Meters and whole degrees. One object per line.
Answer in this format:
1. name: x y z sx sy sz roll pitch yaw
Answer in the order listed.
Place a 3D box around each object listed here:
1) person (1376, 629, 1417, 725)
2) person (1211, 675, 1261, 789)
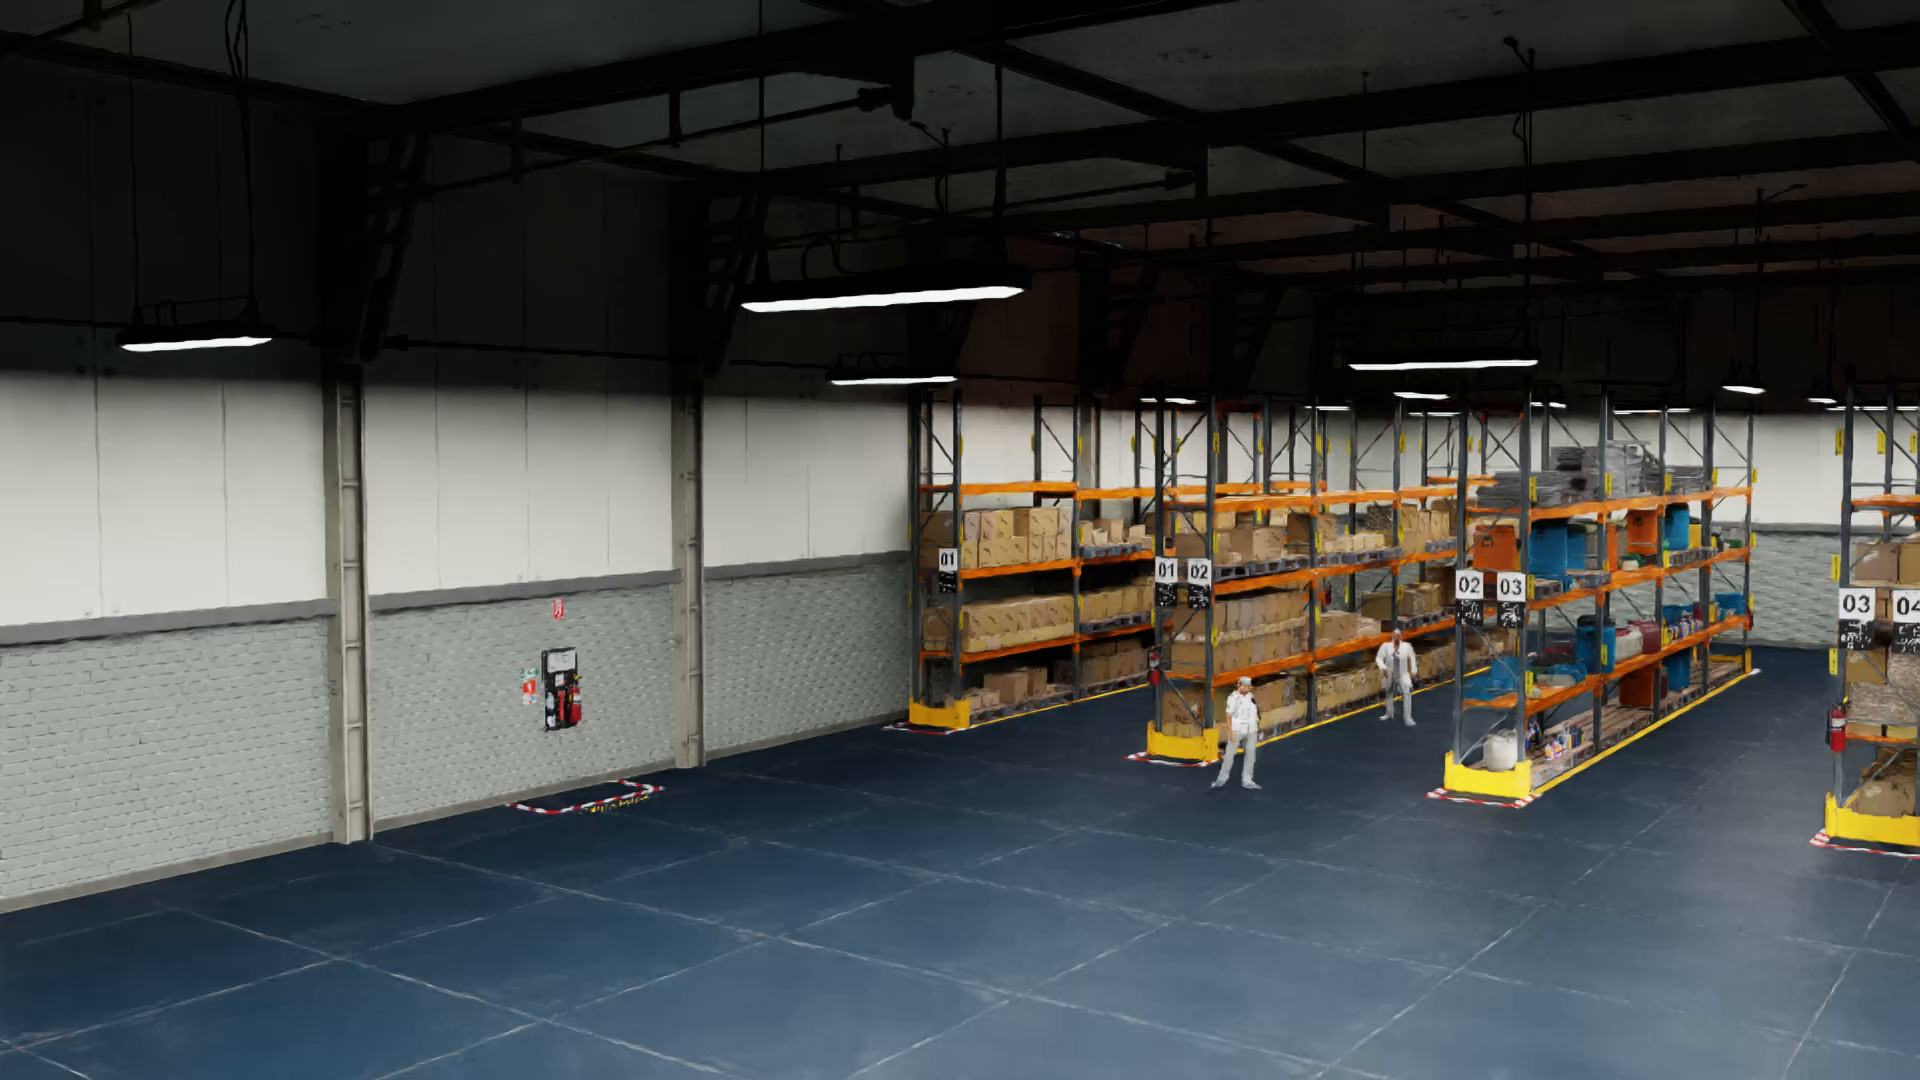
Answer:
1. person: 7.844 2.436 29.826 0.735 1.715 0.896 1 3 20
2. person: 4.023 2.798 24.239 0.686 1.662 0.476 -1 3 -17
